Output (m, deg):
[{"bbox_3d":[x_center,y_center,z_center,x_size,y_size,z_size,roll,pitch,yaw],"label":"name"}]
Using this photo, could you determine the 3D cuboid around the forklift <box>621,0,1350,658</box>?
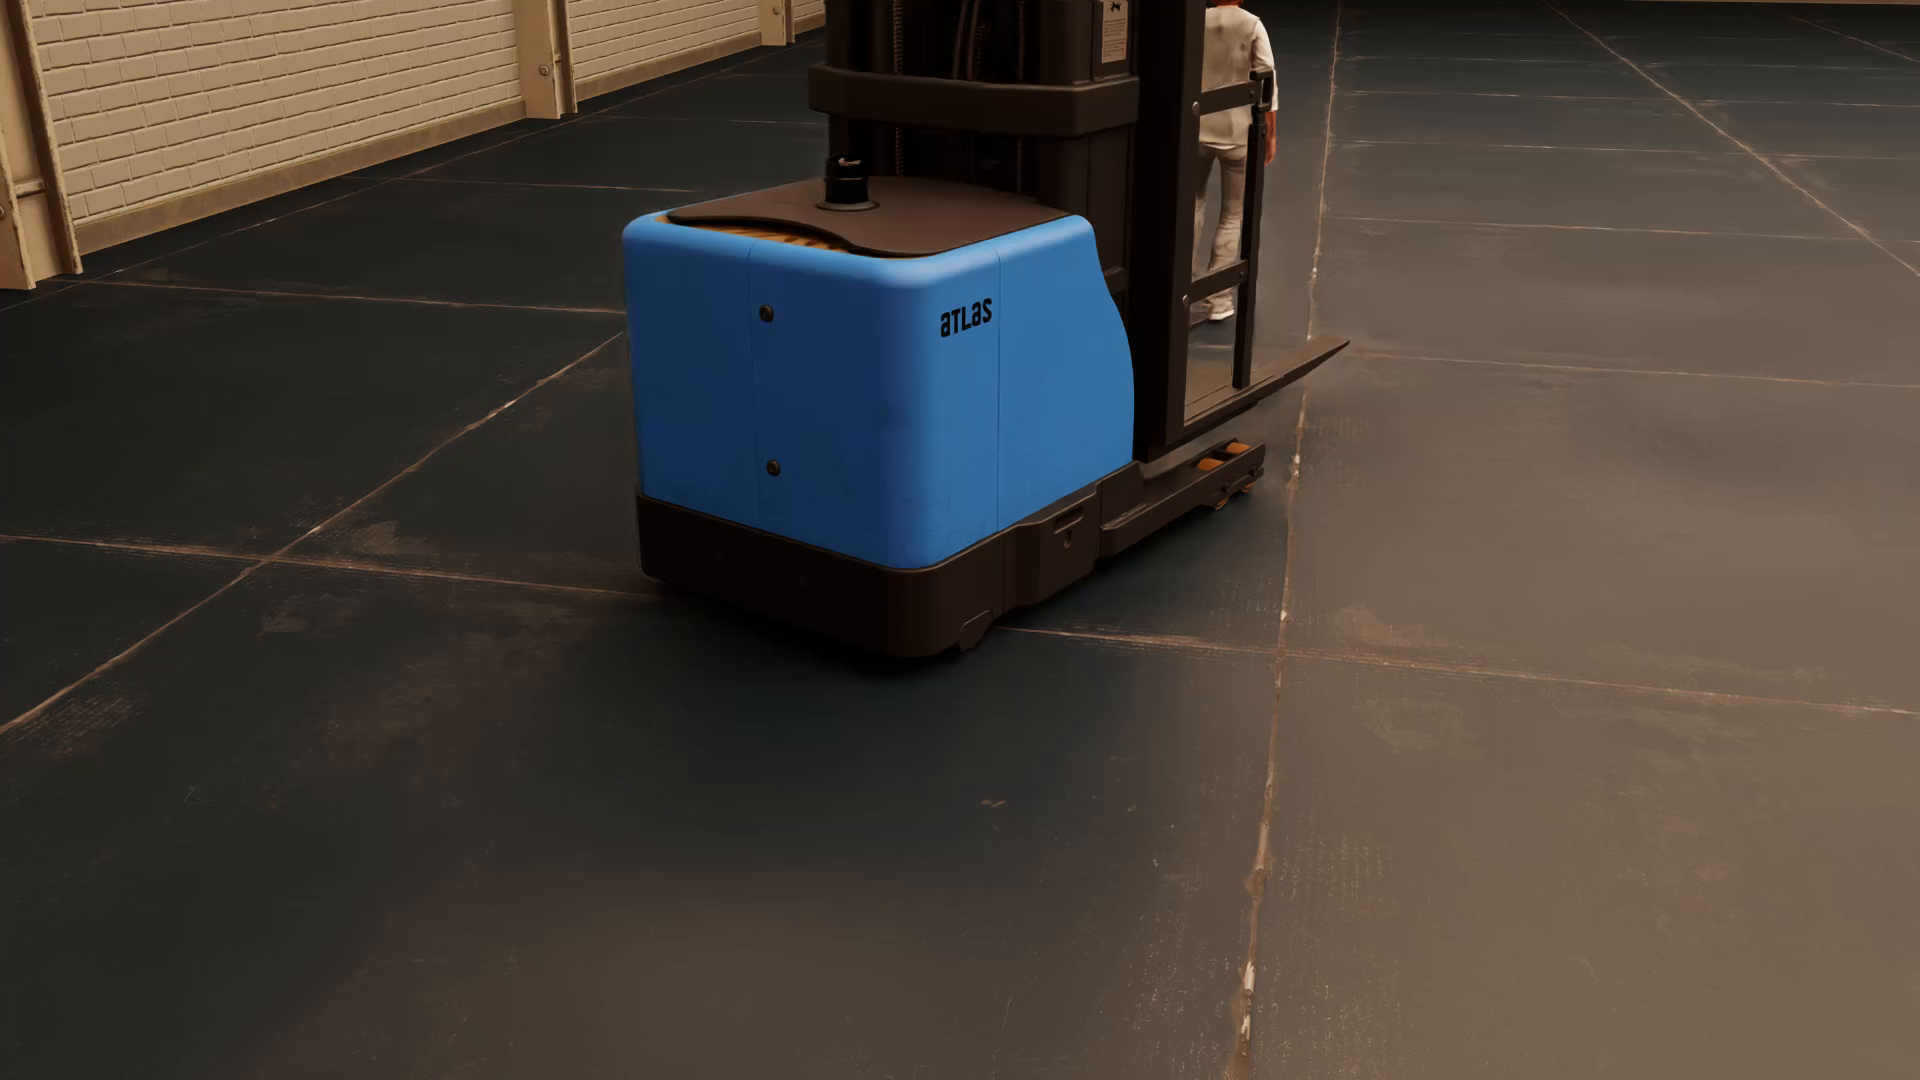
[{"bbox_3d":[0.361,-1.552,5.074,1.130,2.935,3.031,15,27,33],"label":"forklift"}]

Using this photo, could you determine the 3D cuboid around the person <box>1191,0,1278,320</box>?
[{"bbox_3d":[1.169,-1.771,7.474,0.510,1.627,0.461,10,24,22],"label":"person"}]
